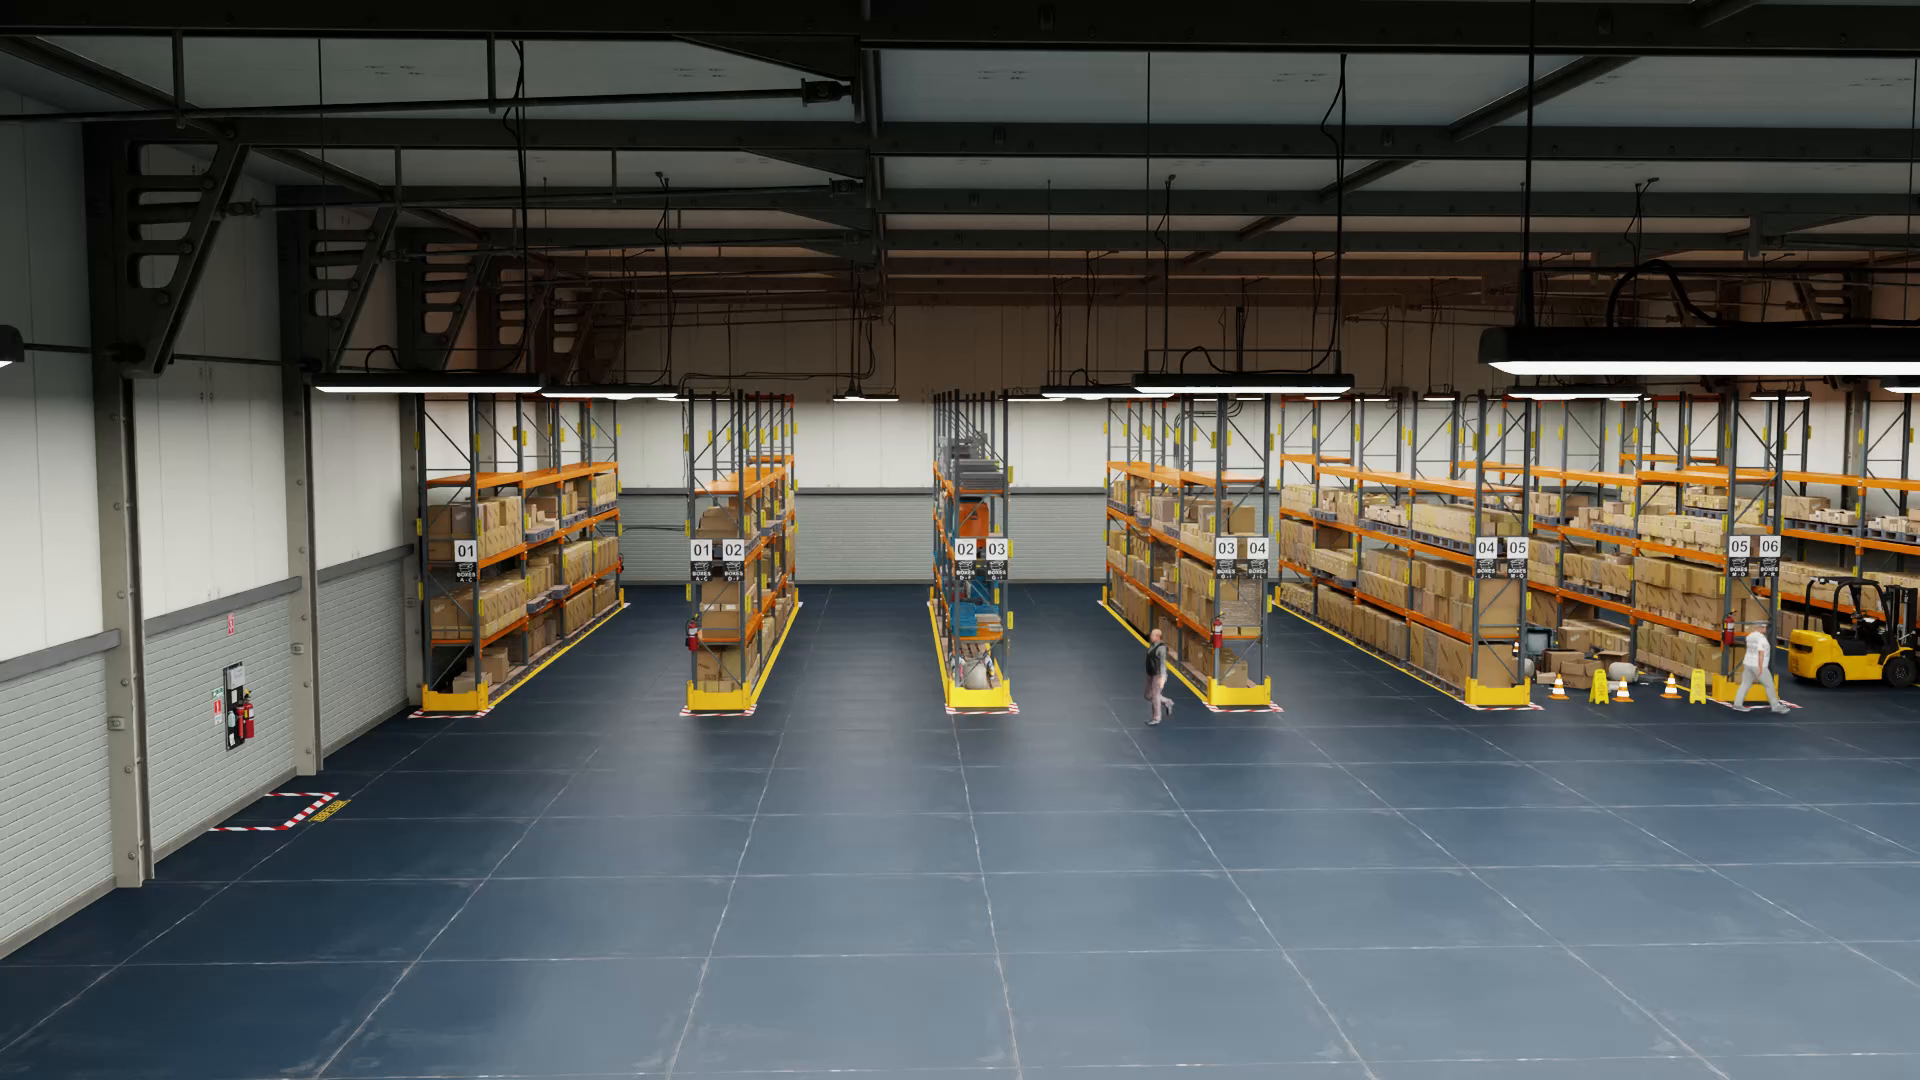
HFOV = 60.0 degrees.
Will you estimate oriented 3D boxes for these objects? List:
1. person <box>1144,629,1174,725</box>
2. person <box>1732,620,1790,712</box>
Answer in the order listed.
[{"bbox_3d":[3.578,2.433,29.779,0.627,1.711,0.592,-1,5,-16],"label":"person"},{"bbox_3d":[14.838,2.337,30.852,0.966,1.691,0.612,-1,5,-16],"label":"person"}]
